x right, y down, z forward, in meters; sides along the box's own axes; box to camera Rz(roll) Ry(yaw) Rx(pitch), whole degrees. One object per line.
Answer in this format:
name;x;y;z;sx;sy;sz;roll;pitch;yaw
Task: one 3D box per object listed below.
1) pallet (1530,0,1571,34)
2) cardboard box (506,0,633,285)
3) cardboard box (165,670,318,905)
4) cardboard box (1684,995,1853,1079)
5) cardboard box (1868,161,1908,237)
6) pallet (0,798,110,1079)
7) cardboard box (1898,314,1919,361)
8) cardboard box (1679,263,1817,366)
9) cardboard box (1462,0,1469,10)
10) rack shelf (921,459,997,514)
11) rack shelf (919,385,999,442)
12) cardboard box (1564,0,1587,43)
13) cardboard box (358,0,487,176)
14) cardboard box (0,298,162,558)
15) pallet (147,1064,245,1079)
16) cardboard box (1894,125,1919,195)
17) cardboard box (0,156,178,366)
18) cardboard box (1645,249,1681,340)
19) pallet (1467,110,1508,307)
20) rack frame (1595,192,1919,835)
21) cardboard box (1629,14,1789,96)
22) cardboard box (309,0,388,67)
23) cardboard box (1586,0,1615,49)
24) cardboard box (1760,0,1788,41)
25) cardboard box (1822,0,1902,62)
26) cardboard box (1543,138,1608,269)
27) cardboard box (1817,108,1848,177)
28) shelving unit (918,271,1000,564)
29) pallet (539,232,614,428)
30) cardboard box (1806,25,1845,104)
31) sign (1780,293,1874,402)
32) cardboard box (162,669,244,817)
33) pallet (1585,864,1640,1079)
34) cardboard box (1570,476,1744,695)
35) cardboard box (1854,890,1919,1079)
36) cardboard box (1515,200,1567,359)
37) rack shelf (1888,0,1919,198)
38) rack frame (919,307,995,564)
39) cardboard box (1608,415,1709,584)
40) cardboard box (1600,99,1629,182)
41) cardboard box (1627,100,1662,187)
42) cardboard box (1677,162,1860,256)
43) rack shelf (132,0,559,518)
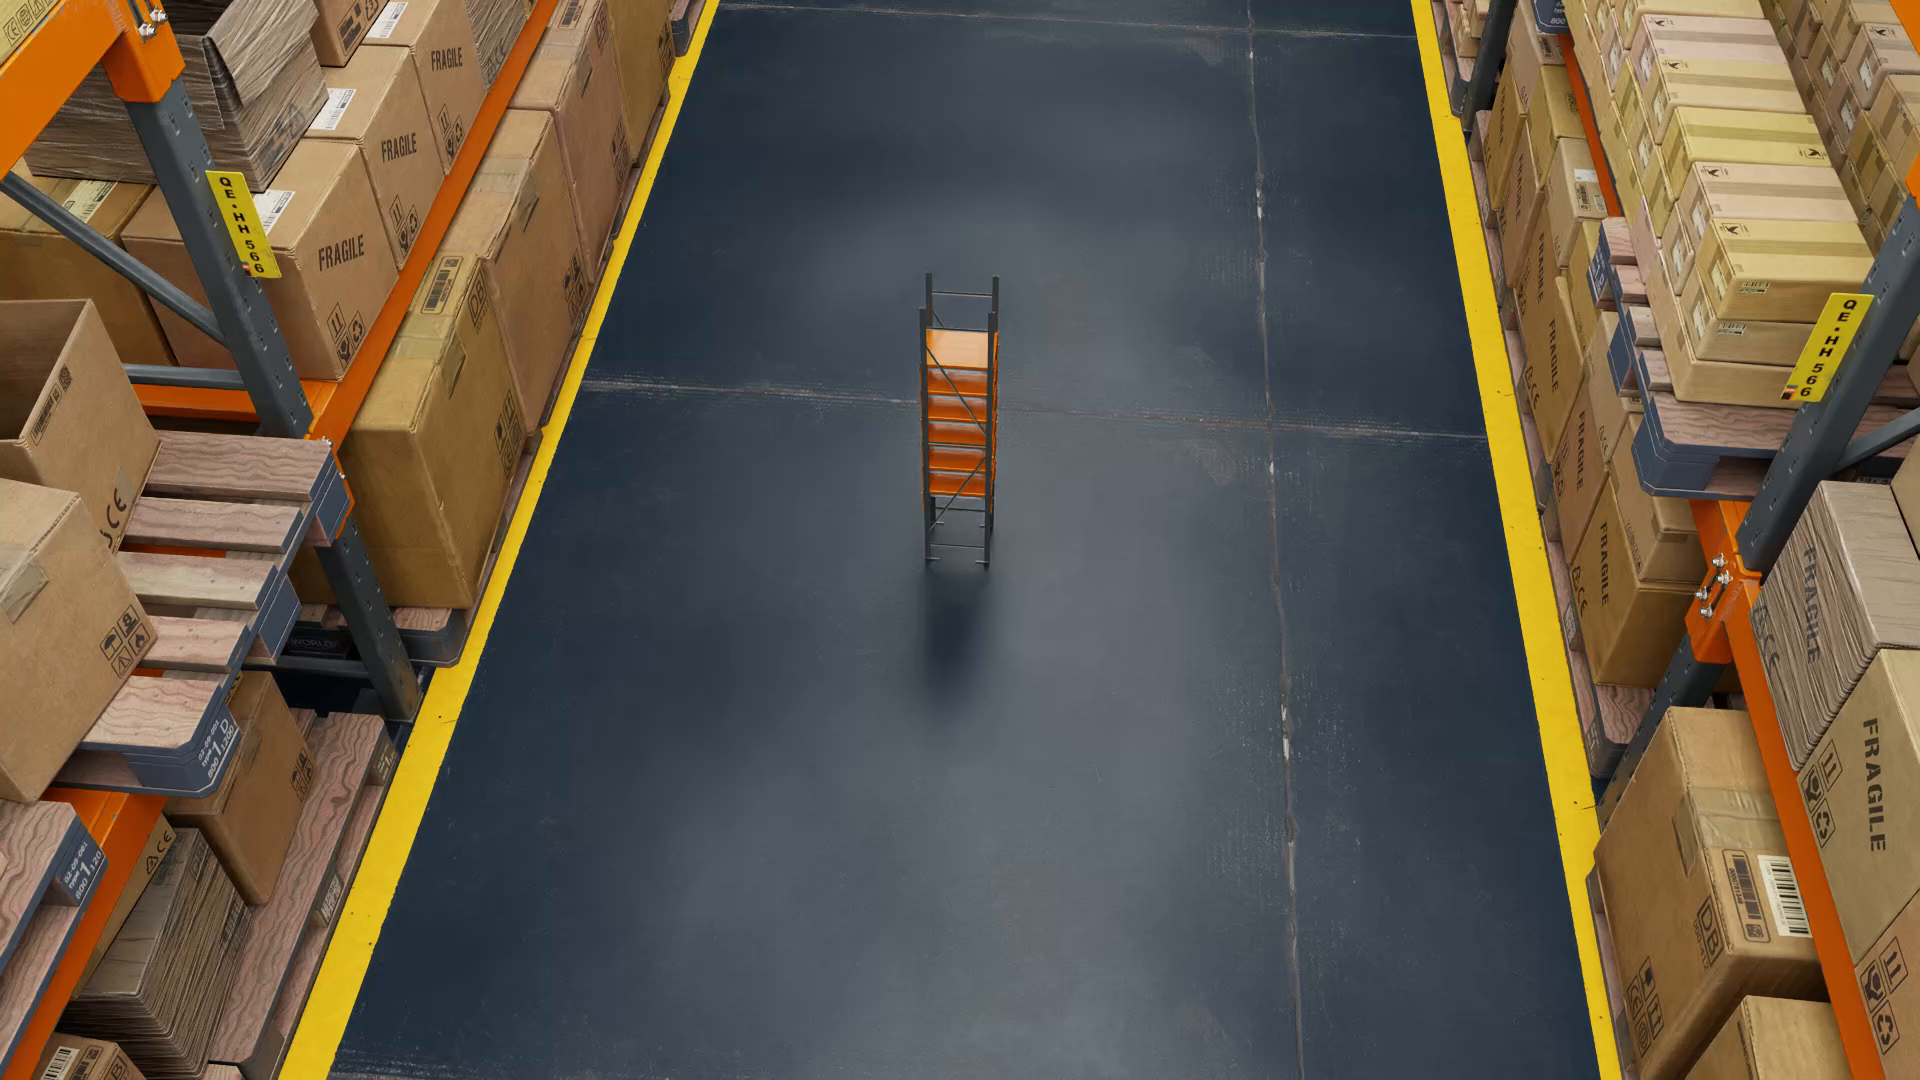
pallet;2.723;-2.376;6.521;1.003;0.211;1.213;4;48;4
cardboard box;-2.112;-1.697;6.925;1.225;0.875;0.875;2;48;2
cardboard box;-2.399;0.728;4.948;0.700;0.500;0.500;2;48;1
cardboard box;2.351;1.648;3.950;1.050;0.750;0.750;5;48;4
cardboard box;2.860;-0.948;4.769;0.380;0.149;0.250;3;48;2
pallet;-2.497;1.061;3.377;1.003;0.211;1.213;4;48;4
cardboard box;2.839;-0.623;4.673;0.380;0.149;0.250;6;48;5
cardboard box;2.164;-0.604;4.454;0.380;0.149;0.250;5;48;4
cardboard box;2.662;-2.725;8.156;0.380;0.149;0.250;2;48;2
rack shelf;-0.001;-0.202;6.007;0.258;0.103;0.180;4;48;4
rack shelf;-0.001;-0.445;5.742;0.258;0.103;0.180;4;48;4
cardboard box;2.330;-1.831;5.778;0.380;0.149;0.250;3;48;3
cardboard box;-1.954;-1.590;5.603;0.500;0.500;0.500;3;48;3
cardboard box;-2.367;-0.237;4.082;0.500;0.500;0.500;-1;48;-1
pallet;-2.544;1.948;4.325;1.003;0.211;1.213;4;48;4
cardboard box;2.856;-1.015;4.628;0.380;0.149;0.250;4;48;3
cardboard box;-2.559;-0.874;4.949;0.500;0.500;0.500;5;48;5
cardboard box;2.184;-0.686;4.730;0.380;0.149;0.250;4;48;3
pallet;2.868;-1.480;7.460;1.003;0.211;1.213;4;48;4
rack frame;2.573;-0.054;4.266;1.000;3.000;0.127;4;48;4
cardboard box;2.258;-1.452;5.028;0.380;0.149;0.250;4;48;4
cardboard box;-2.213;-1.849;5.160;0.797;0.503;0.637;5;48;4
cardboard box;2.303;-1.742;5.495;0.380;0.149;0.250;3;48;3
cardboard box;2.983;-1.787;5.737;0.380;0.149;0.250;6;48;5
cardboard box;2.926;-1.604;5.167;0.380;0.149;0.250;5;48;5
cardboard box;2.510;-1.253;6.264;0.500;0.250;0.500;6;48;5
cardboard box;2.908;-1.215;5.214;0.380;0.149;0.250;5;48;5
shelving unit;-0.001;-0.394;5.798;0.258;1.200;0.189;4;48;4
pallet;-2.097;-0.989;7.011;1.003;0.211;1.213;4;48;4
cardboard box;2.933;-1.499;5.272;0.380;0.149;0.250;3;48;3
sign;2.031;-0.447;3.895;0.100;0.325;0.005;4;48;4
cardboard box;-2.389;0.475;4.670;0.500;0.250;0.500;6;48;5
pallet;2.426;1.462;4.770;1.003;0.211;1.213;4;48;4
cardboard box;2.372;0.147;5.492;0.500;0.500;0.500;4;48;3
cardboard box;2.173;0.969;3.263;0.500;0.500;0.500;4;48;3
cardboard box;2.525;-0.991;6.533;0.500;0.500;0.500;5;48;4
rack shelf;2.755;-2.293;4.769;1.077;0.370;4.000;4;48;4
rack frame;-0.010;-0.327;5.736;0.240;1.200;0.006;4;48;4
cardboard box;2.374;-0.125;5.233;0.500;0.250;0.500;3;48;3
cardboard box;2.257;-1.256;5.252;0.380;0.149;0.250;2;48;2
cardboard box;2.231;-1.178;4.979;0.380;0.149;0.250;4;48;4
cardboard box;2.186;-0.887;4.511;0.380;0.149;0.250;3;48;3
rack shelf;-2.175;-1.688;6.249;1.077;0.370;4.000;4;48;4
